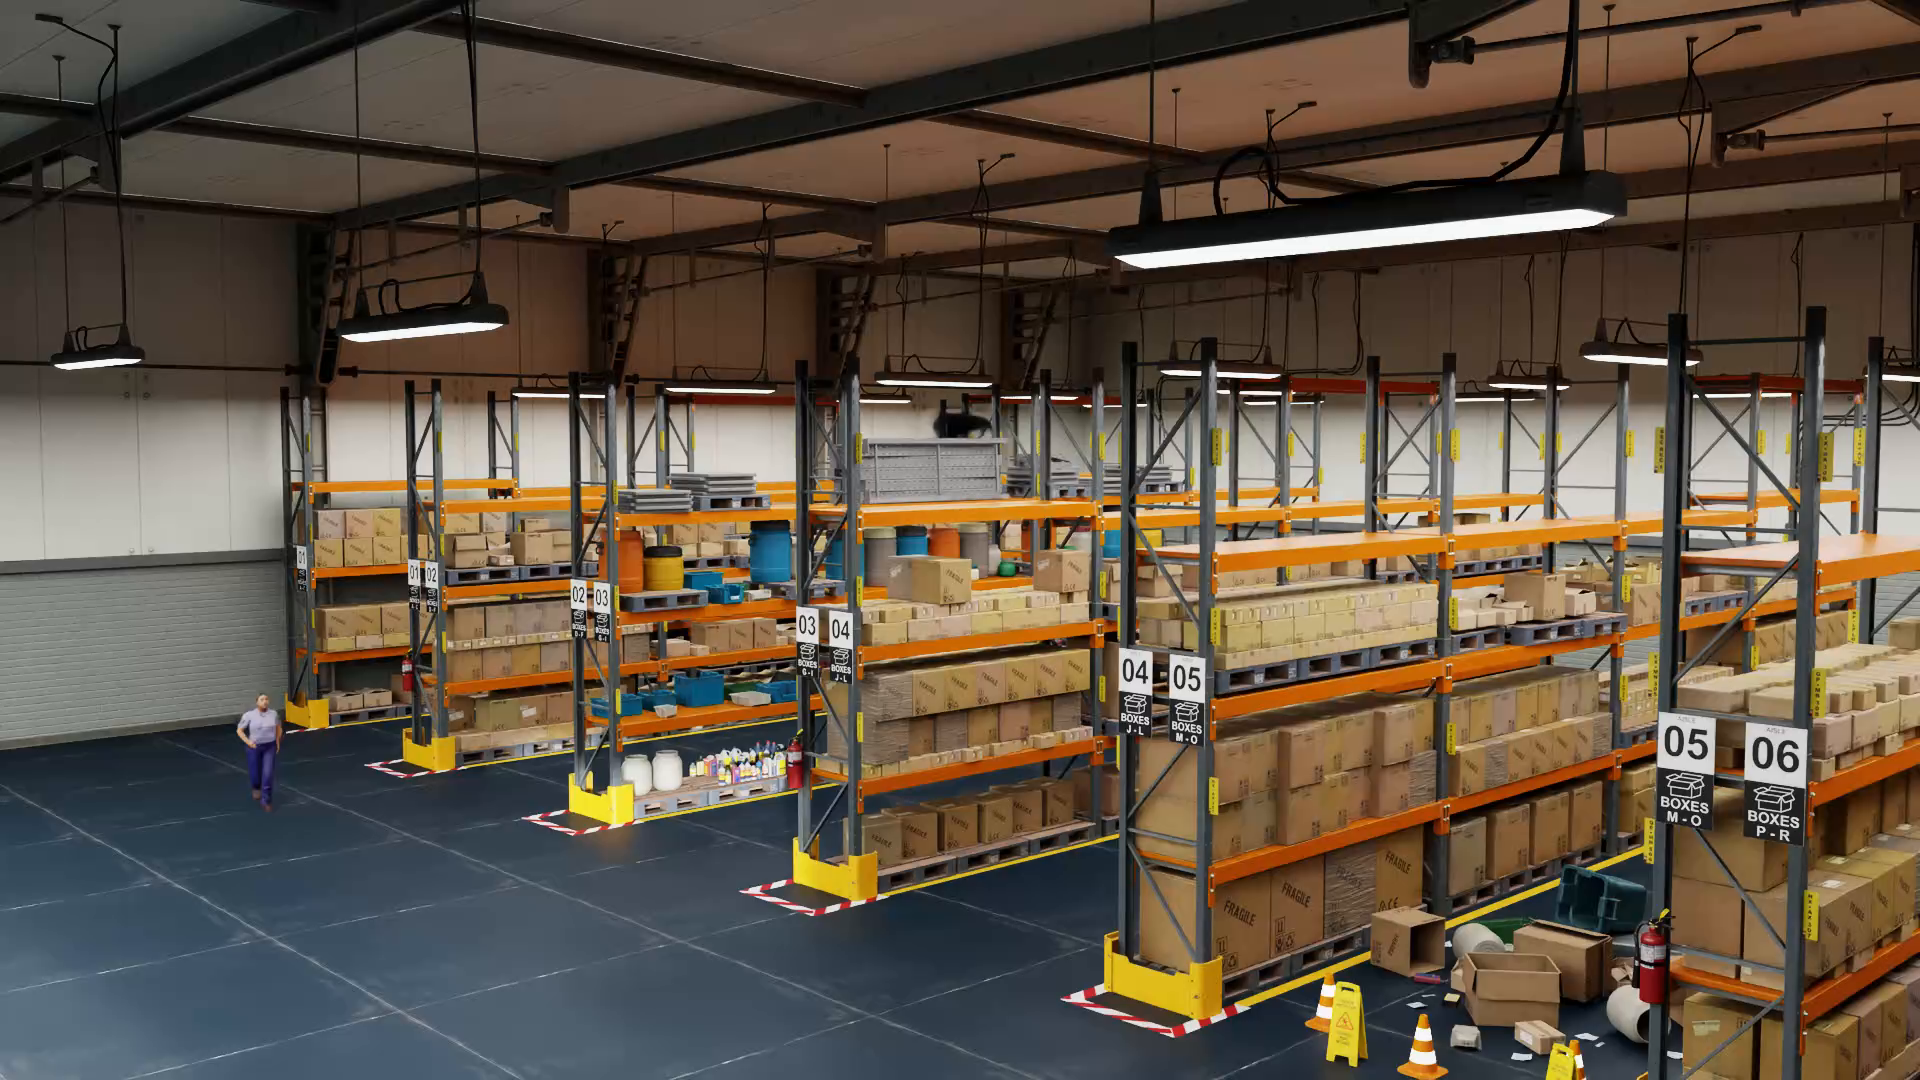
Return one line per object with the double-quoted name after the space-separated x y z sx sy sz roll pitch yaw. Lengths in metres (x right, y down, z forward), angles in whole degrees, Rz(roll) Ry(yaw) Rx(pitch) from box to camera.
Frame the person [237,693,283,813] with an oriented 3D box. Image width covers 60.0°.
-9.614 2.913 22.879 0.602 1.624 0.666 -2 4 -33 "person"
